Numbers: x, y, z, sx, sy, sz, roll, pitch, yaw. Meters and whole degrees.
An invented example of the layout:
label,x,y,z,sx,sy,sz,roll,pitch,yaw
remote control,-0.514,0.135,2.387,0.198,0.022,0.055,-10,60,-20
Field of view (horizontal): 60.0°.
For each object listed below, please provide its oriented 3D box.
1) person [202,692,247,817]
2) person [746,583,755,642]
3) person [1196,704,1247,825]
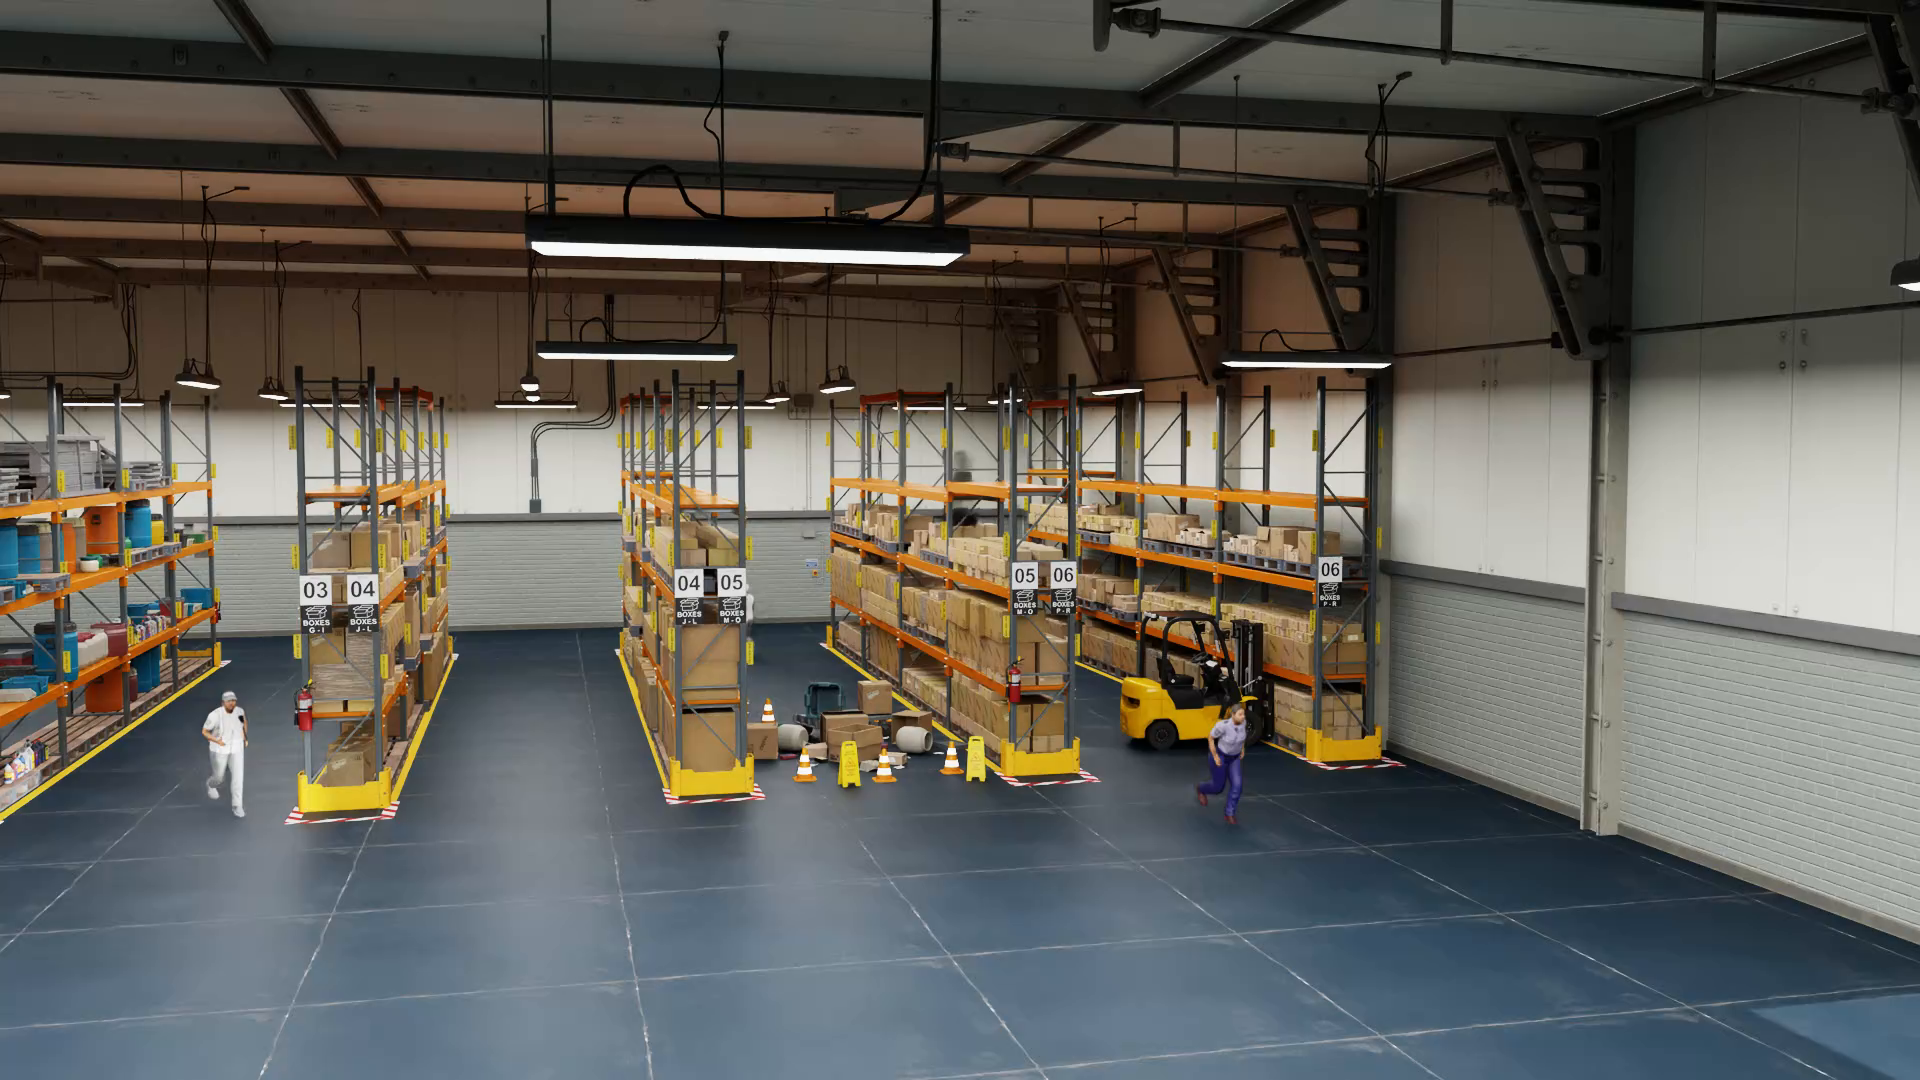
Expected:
label,x,y,z,sx,sy,sz,roll,pitch,yaw
person,-9.849,2.841,22.348,0.617,1.639,1.054,-3,5,-41
person,-5.029,1.831,38.431,0.633,1.730,0.719,-3,4,-37
person,3.467,2.930,22.001,0.610,1.609,0.876,-2,4,-34
